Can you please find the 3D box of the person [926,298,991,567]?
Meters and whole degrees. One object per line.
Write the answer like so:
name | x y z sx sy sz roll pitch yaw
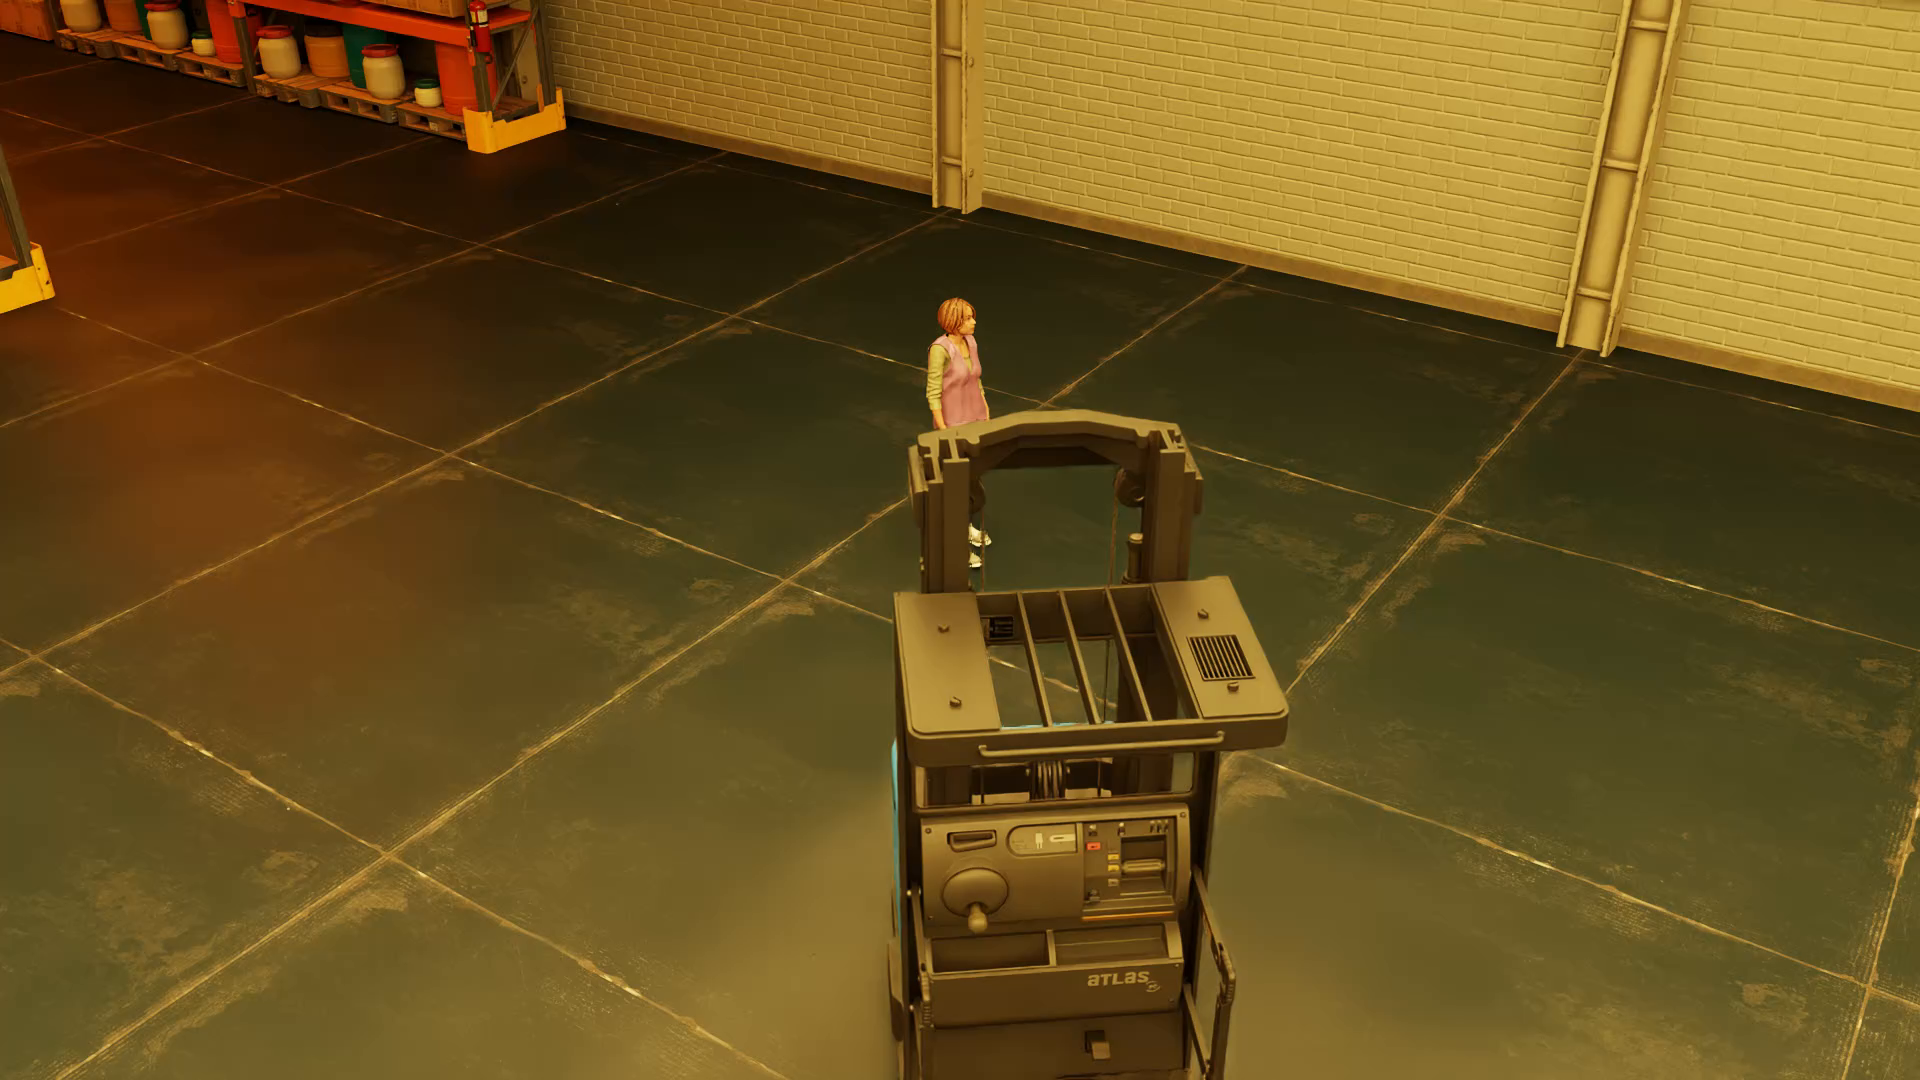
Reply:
person | 0.054 -0.670 10.049 0.473 1.599 0.520 19 35 29

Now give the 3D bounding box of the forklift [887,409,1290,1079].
forklift | 0.356 1.179 5.551 1.130 2.935 3.031 -3 30 -5
